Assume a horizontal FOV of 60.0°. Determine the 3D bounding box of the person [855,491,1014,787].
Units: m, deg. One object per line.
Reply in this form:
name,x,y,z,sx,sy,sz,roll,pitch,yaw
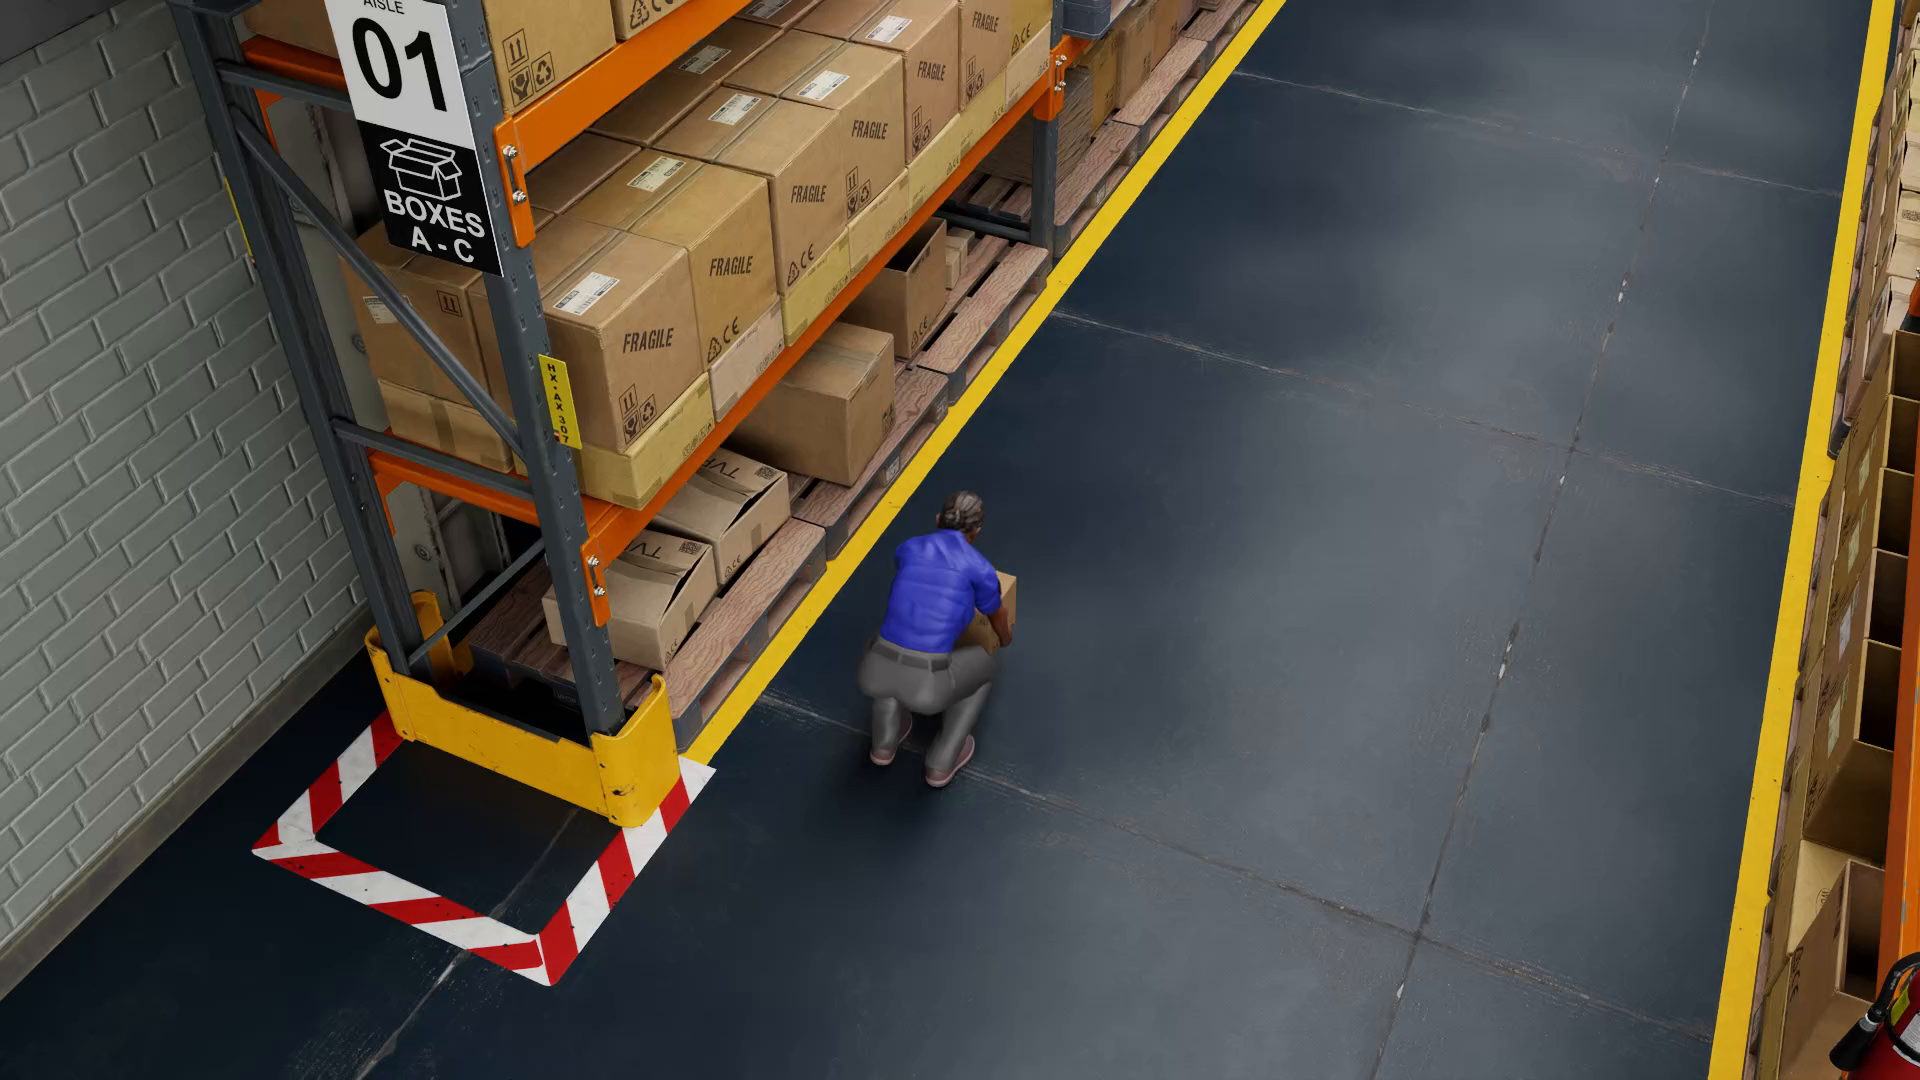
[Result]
person,-0.091,0.383,6.284,0.472,0.938,0.870,16,45,17
